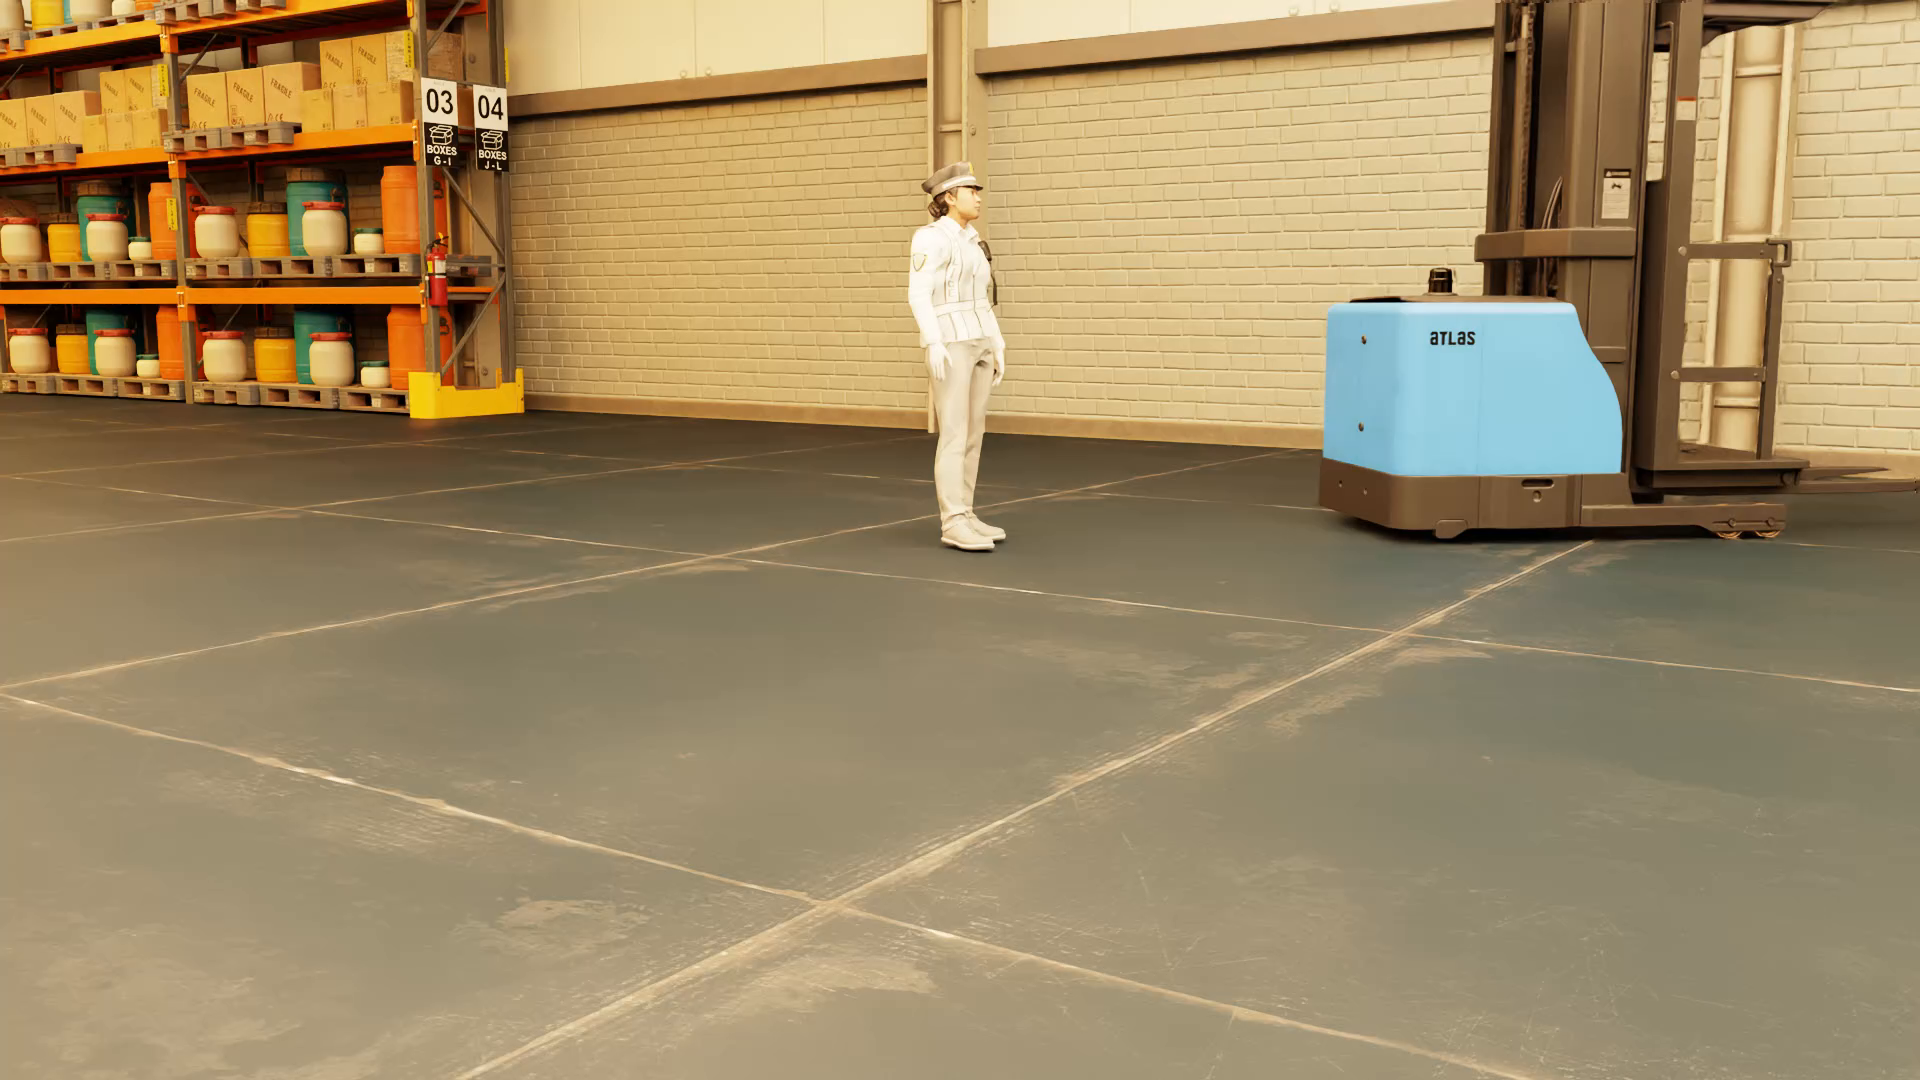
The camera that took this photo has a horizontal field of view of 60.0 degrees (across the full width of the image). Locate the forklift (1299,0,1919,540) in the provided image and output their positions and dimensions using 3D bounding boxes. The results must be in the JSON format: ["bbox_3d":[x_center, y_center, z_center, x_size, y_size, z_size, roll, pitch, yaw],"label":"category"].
[{"bbox_3d":[3.260,-1.525,7.916,3.031,2.935,1.130,-1,8,-9],"label":"forklift"}]

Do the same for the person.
[{"bbox_3d":[0.054,-0.840,7.439,0.530,1.694,0.586,5,10,34],"label":"person"}]
